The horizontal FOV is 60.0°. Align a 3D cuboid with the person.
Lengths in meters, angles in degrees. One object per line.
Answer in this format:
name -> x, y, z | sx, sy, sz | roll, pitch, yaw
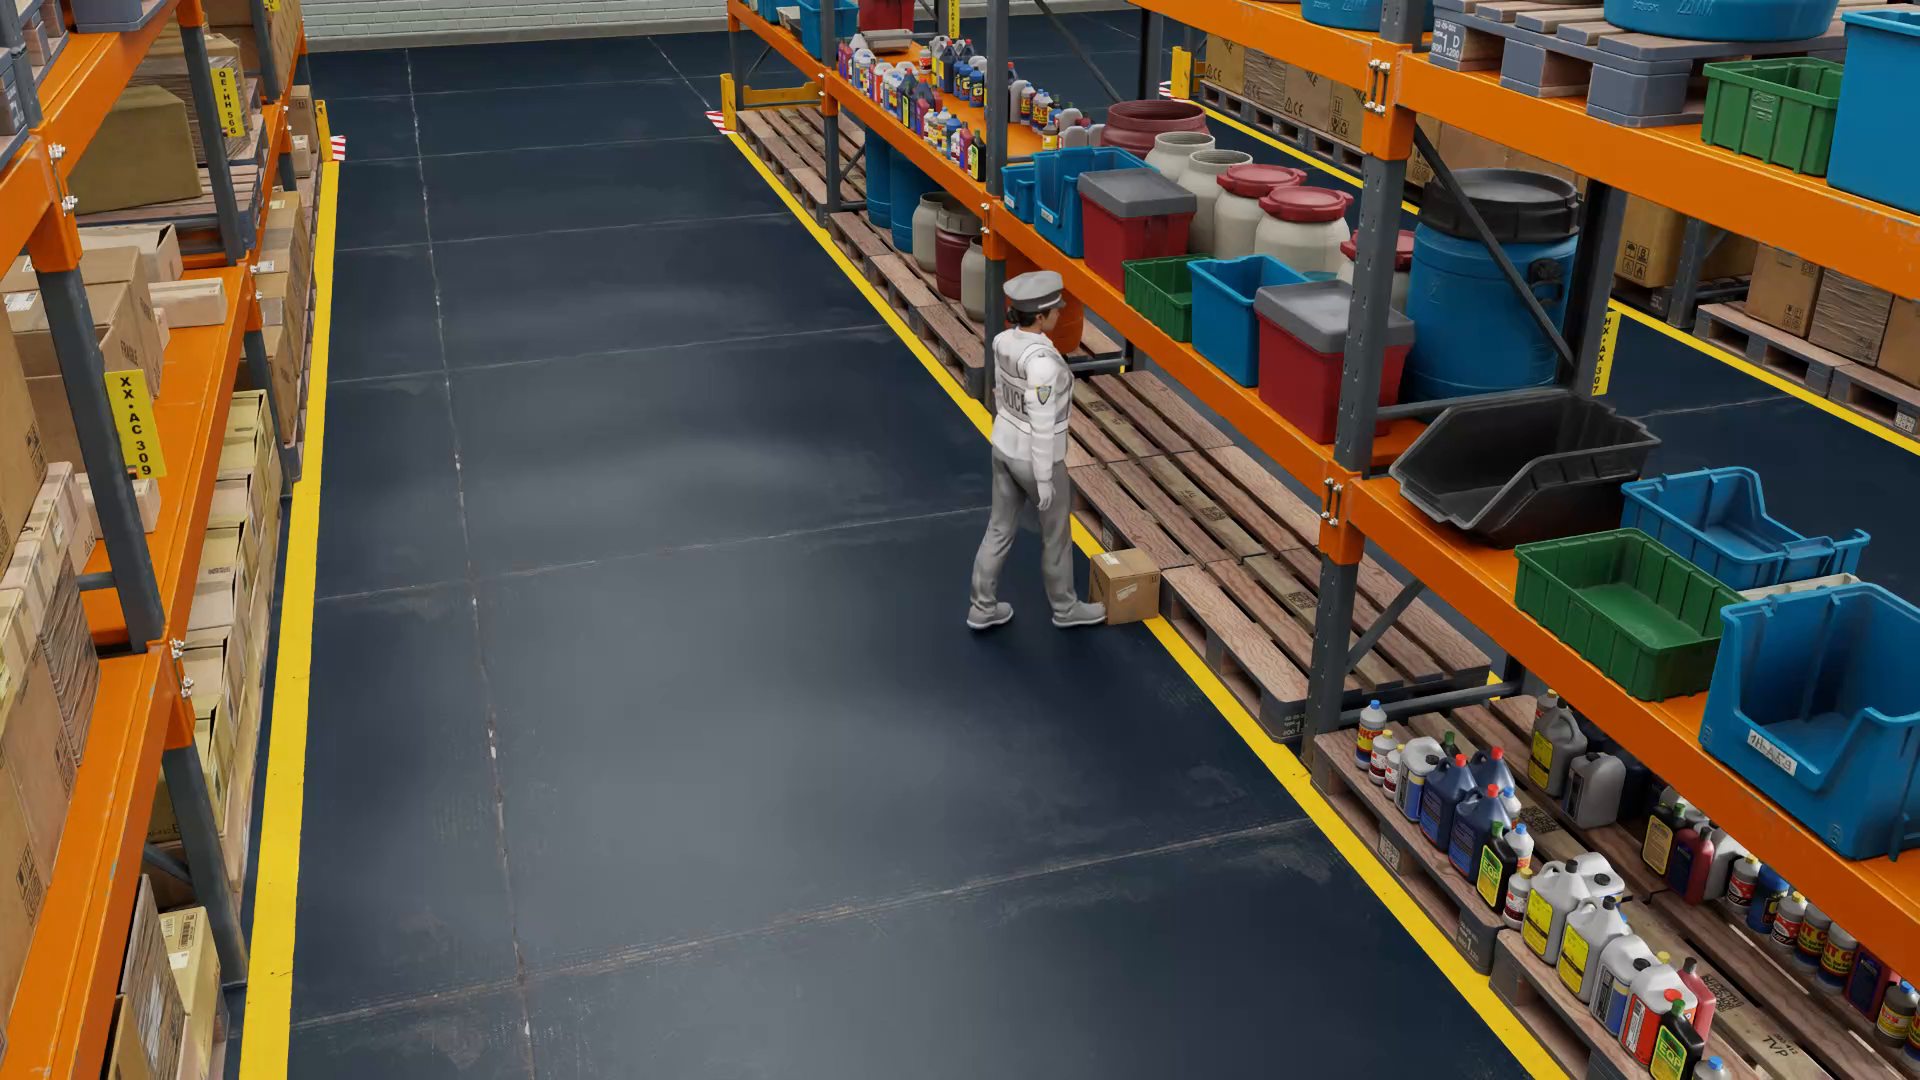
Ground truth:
person -> 0.343, -0.374, 7.331 | 0.664, 1.663, 0.500 | -14, 30, -26
